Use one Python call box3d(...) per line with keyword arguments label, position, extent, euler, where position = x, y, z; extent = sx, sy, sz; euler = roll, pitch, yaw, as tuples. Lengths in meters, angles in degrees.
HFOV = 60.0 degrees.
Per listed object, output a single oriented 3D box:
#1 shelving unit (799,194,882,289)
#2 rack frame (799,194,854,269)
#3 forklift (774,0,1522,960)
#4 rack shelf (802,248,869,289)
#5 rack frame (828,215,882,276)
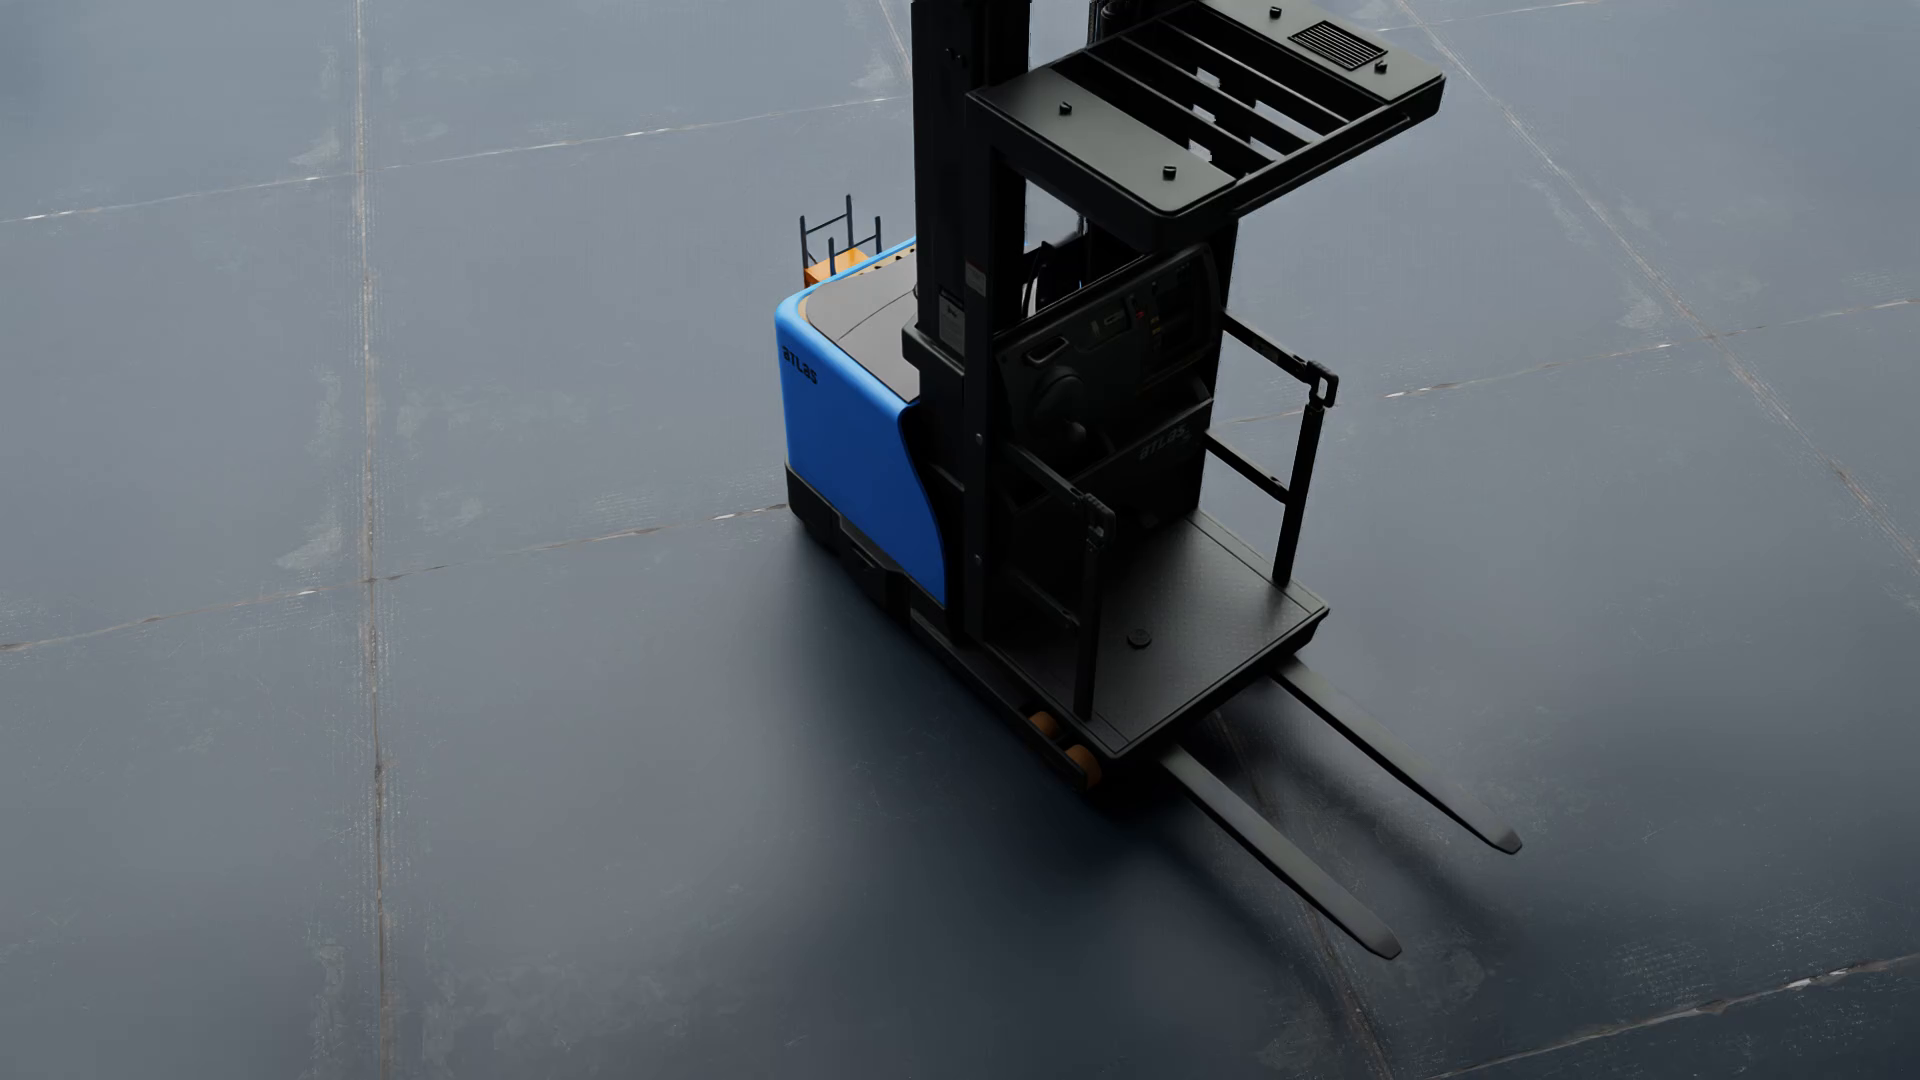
box3d(label="shelving unit", position=(-0.454, -0.800, 6.694), extent=(0.258, 1.200, 0.189), euler=(-31, 53, -27))
box3d(label="rack frame", position=(-0.512, -0.850, 6.743), extent=(0.240, 1.200, 0.006), euler=(-31, 53, -27))
box3d(label="forklift", position=(0.627, -0.550, 5.237), extent=(1.130, 2.935, 3.031), euler=(-31, 53, -27))
box3d(label="rack shelf", position=(-0.454, -1.021, 6.468), extent=(0.258, 0.103, 0.180), euler=(-31, 53, -27))
box3d(label="rack frame", position=(-0.395, -0.750, 6.645), extent=(0.240, 1.200, 0.006), euler=(-31, 53, -27))
